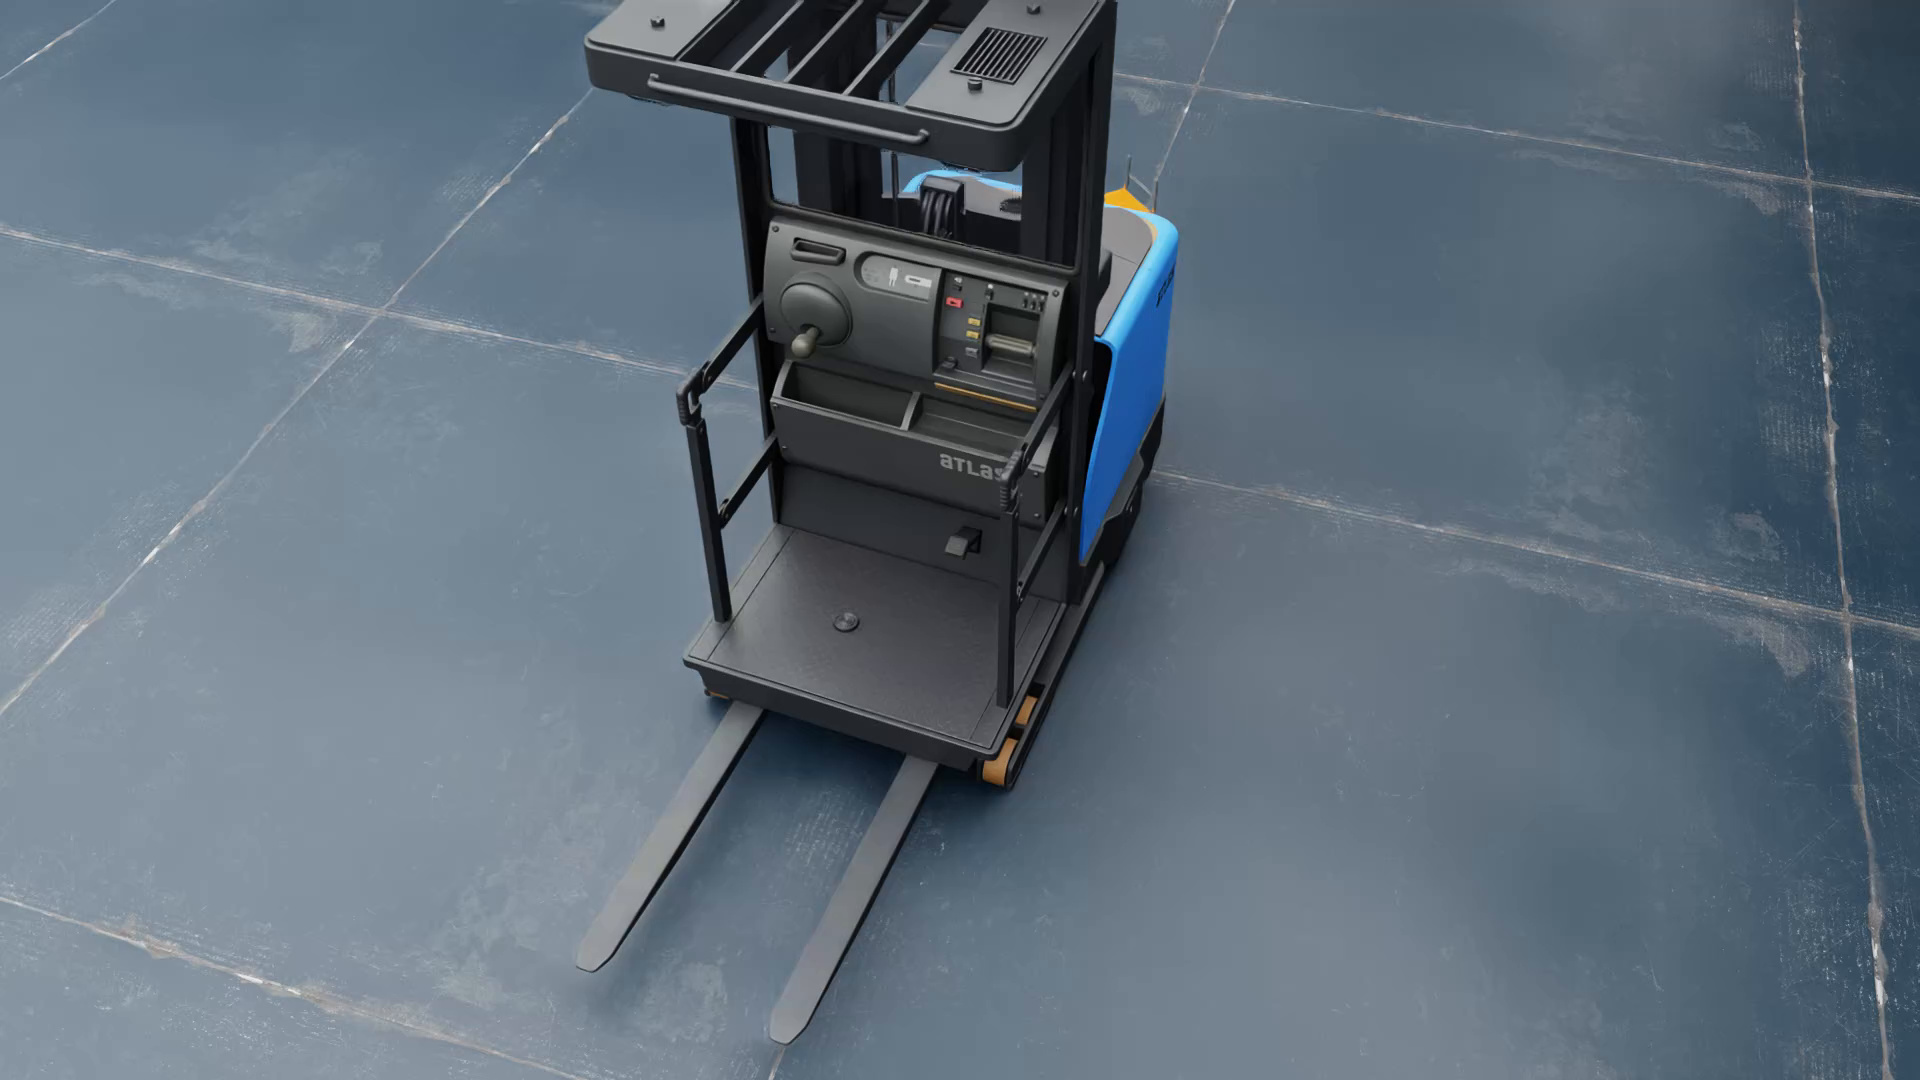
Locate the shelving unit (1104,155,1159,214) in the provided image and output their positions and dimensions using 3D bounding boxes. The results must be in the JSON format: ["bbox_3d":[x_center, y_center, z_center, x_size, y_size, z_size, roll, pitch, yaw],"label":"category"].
[{"bbox_3d":[0.570,-0.962,6.483,0.252,1.050,0.215,-21,48,-20],"label":"shelving unit"}]

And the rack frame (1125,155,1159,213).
[{"bbox_3d":[0.677,-1.003,6.525,0.008,1.050,0.200,-21,48,-20],"label":"rack frame"}]

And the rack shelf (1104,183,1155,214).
[{"bbox_3d":[0.570,-1.157,6.292,0.240,0.259,0.215,-21,48,-20],"label":"rack shelf"}]

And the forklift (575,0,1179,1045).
[{"bbox_3d":[-0.223,-0.583,4.750,1.130,2.935,3.031,15,46,15],"label":"forklift"}]
